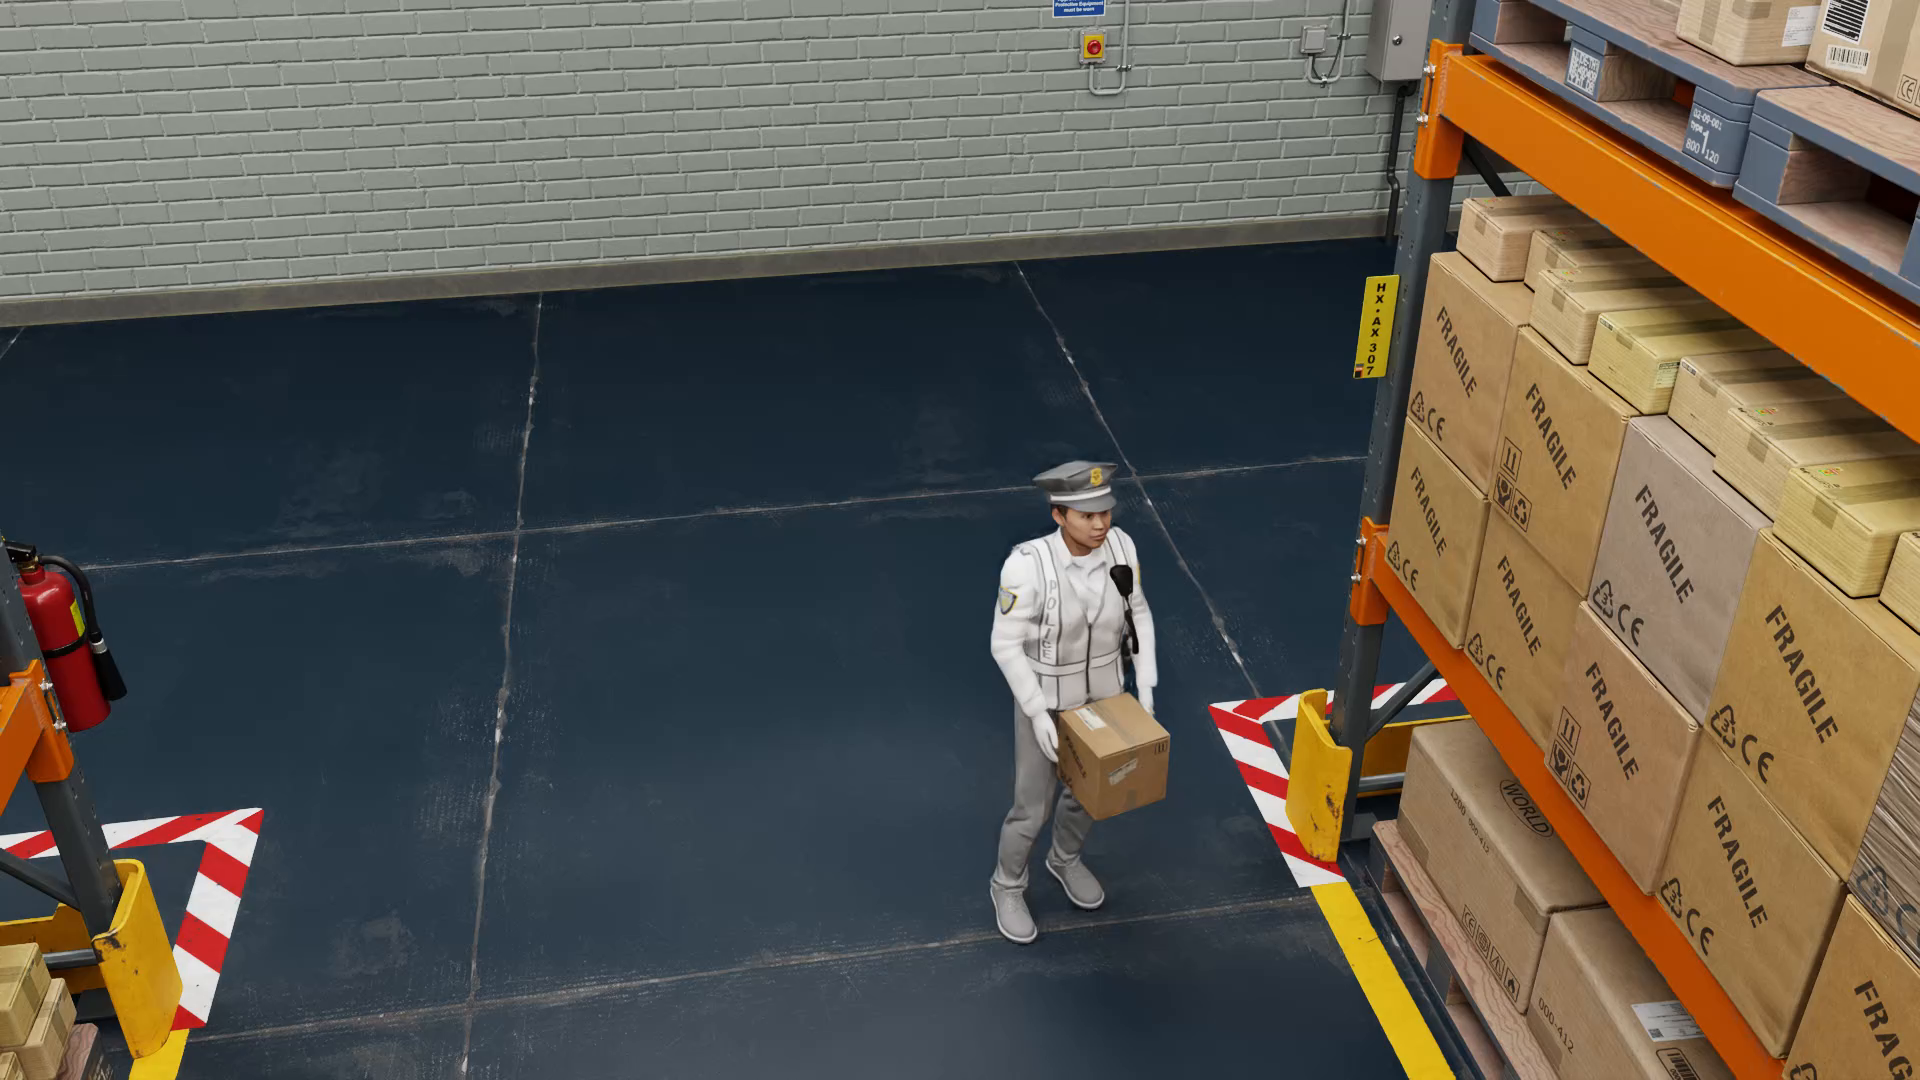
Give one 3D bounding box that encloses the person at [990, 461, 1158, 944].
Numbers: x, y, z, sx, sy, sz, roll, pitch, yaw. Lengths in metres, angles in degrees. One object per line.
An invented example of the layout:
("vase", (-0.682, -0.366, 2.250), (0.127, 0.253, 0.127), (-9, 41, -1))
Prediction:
("person", (0.369, 0.506, 5.266), (0.563, 1.690, 0.408), (-13, 33, -20))
